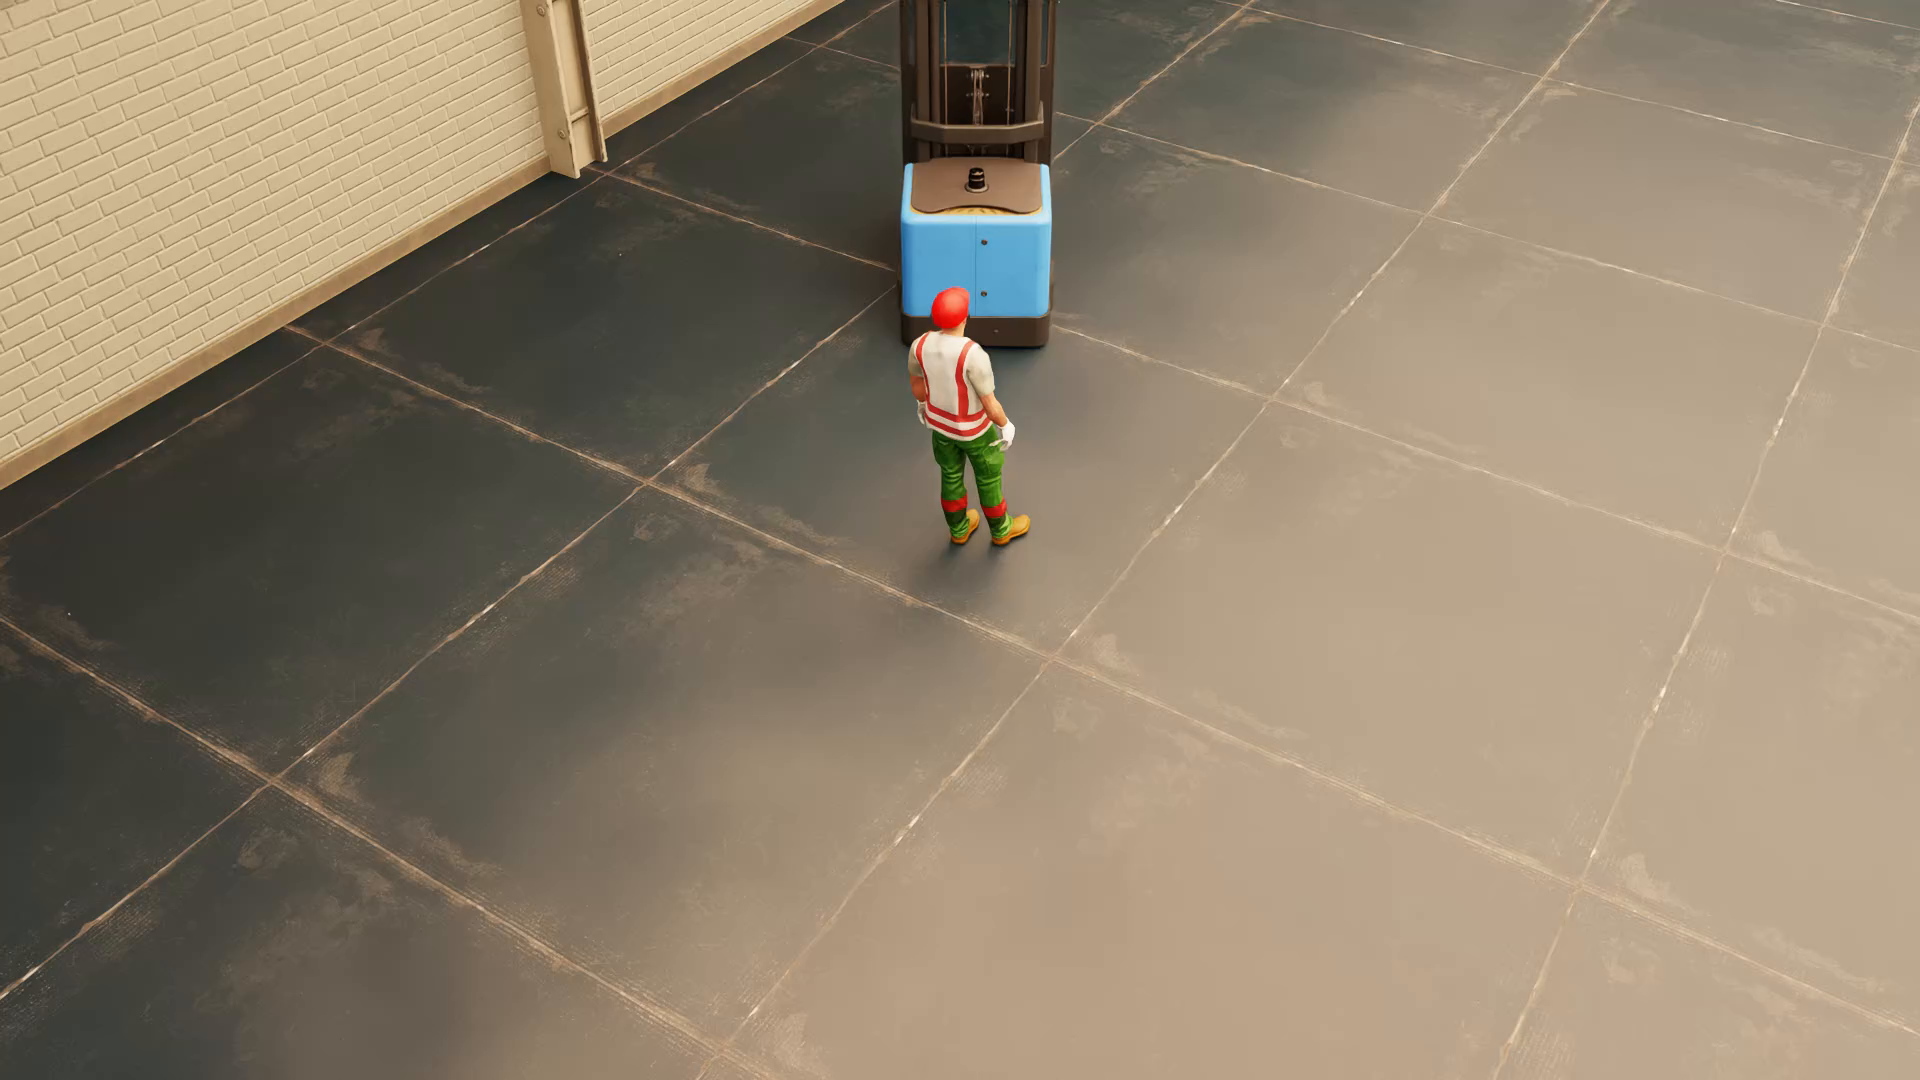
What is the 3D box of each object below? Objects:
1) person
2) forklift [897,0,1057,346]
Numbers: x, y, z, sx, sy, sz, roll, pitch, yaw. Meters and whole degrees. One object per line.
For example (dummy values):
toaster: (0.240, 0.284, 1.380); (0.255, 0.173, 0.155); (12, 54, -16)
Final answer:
person: (0.054, -0.728, 9.698); (0.637, 1.790, 0.562); (22, 45, 24)
forklift: (0.128, -3.412, 11.993); (1.130, 2.935, 3.031); (0, 40, 1)
